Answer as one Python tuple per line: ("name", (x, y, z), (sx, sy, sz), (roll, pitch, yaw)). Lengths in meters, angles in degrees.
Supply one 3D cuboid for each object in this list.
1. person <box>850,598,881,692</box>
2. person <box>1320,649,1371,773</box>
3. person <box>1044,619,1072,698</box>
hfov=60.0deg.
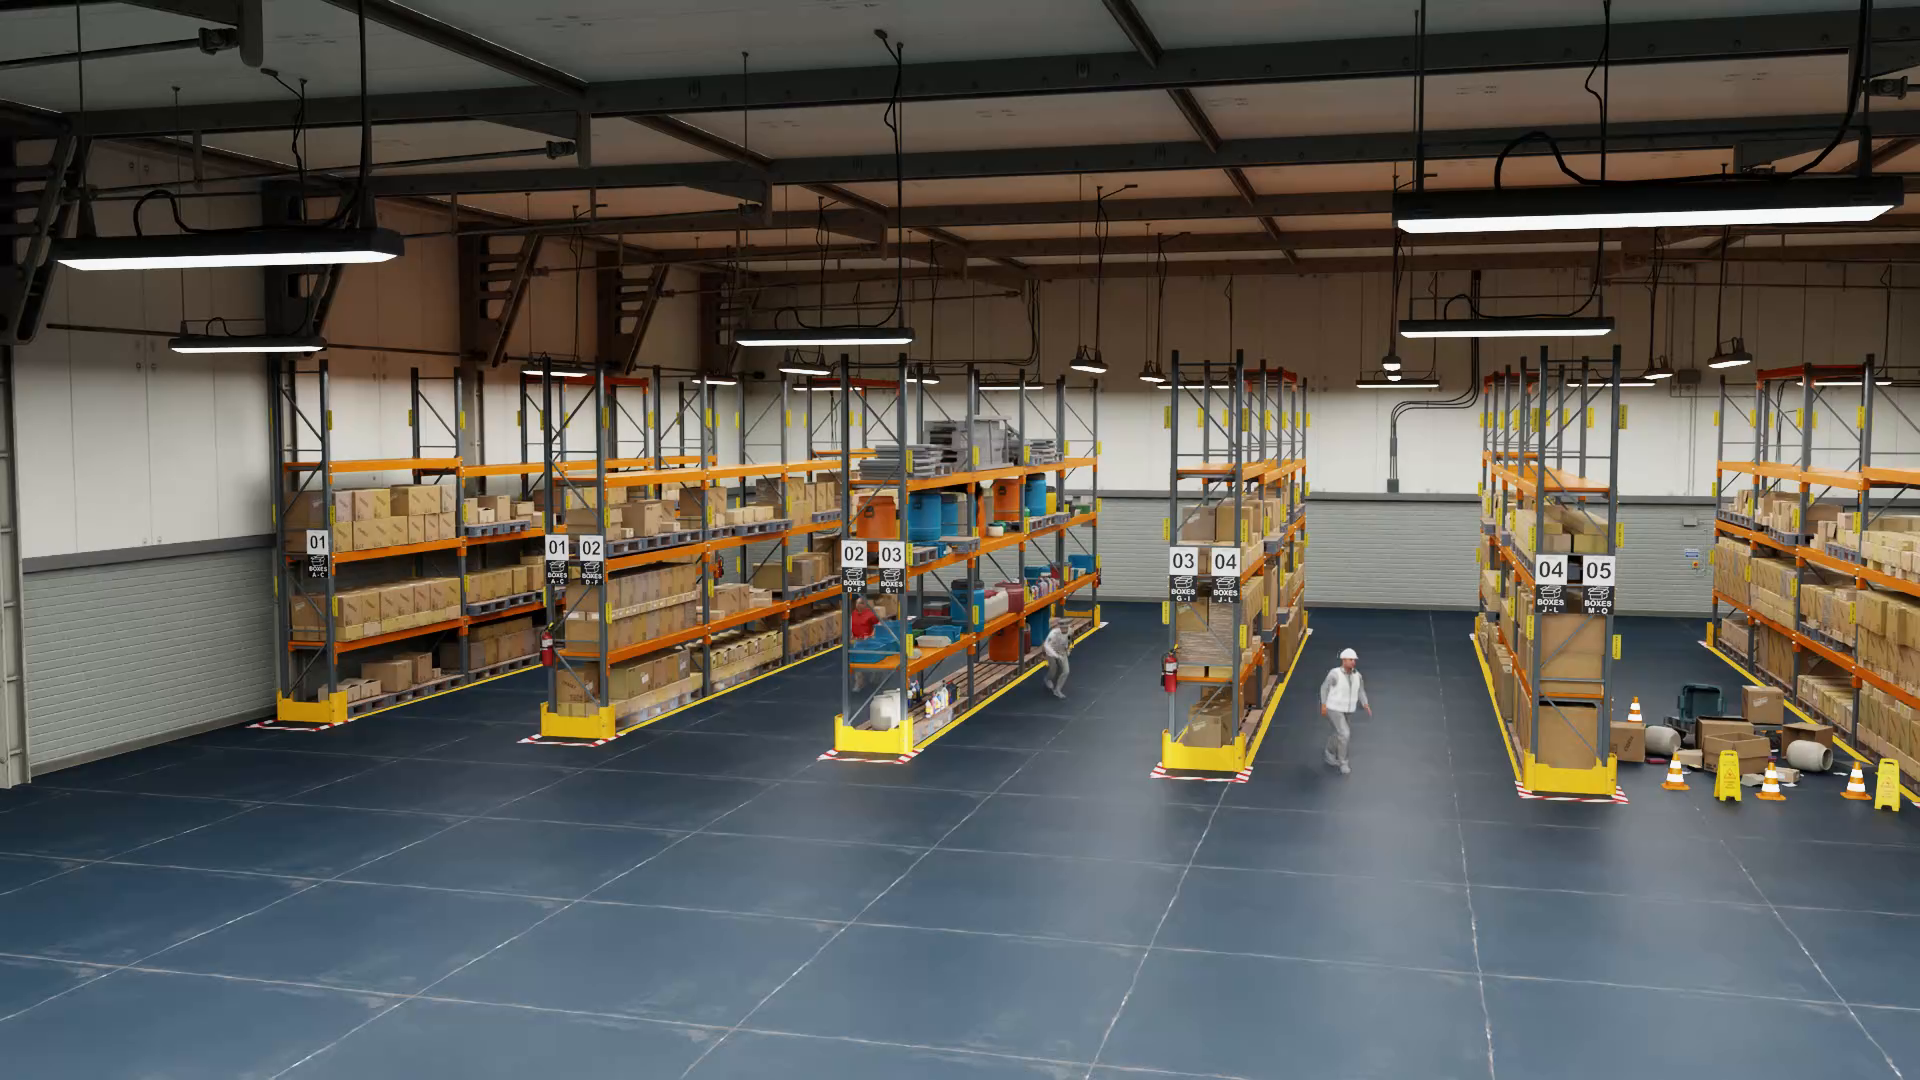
("person", (-1.754, 1.934, 30.959), (0.666, 1.747, 0.802), (2, 5, 27))
("person", (5.467, 2.399, 23.777), (0.585, 1.728, 0.792), (-2, 5, -27))
("person", (1.727, 2.121, 30.275), (0.608, 1.464, 1.102), (-2, 4, -22))
